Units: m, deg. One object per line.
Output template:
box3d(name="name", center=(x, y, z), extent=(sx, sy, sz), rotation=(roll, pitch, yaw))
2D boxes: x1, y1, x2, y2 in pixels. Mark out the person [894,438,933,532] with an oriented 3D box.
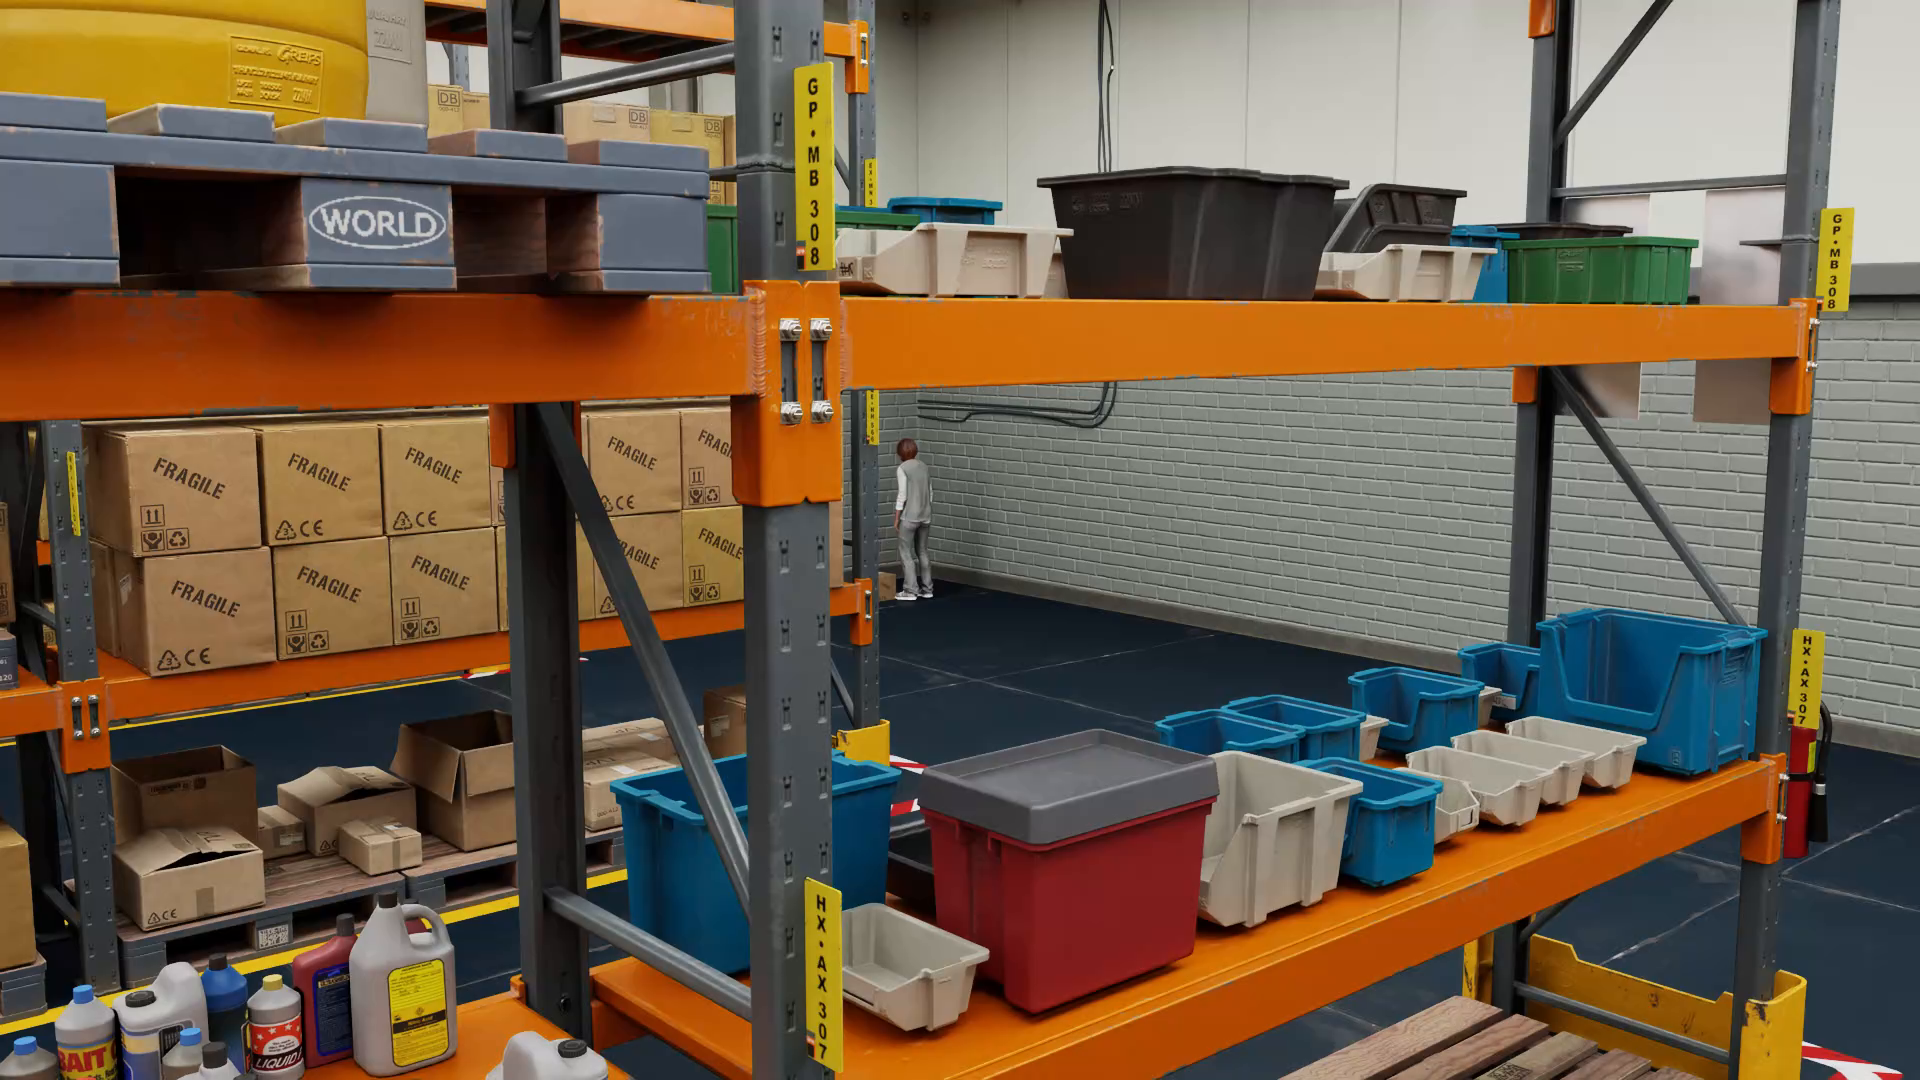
box3d(name="person", center=(-0.471, -0.539, 16.307), extent=(0.464, 0.912, 0.330), rotation=(-8, 11, -44))
